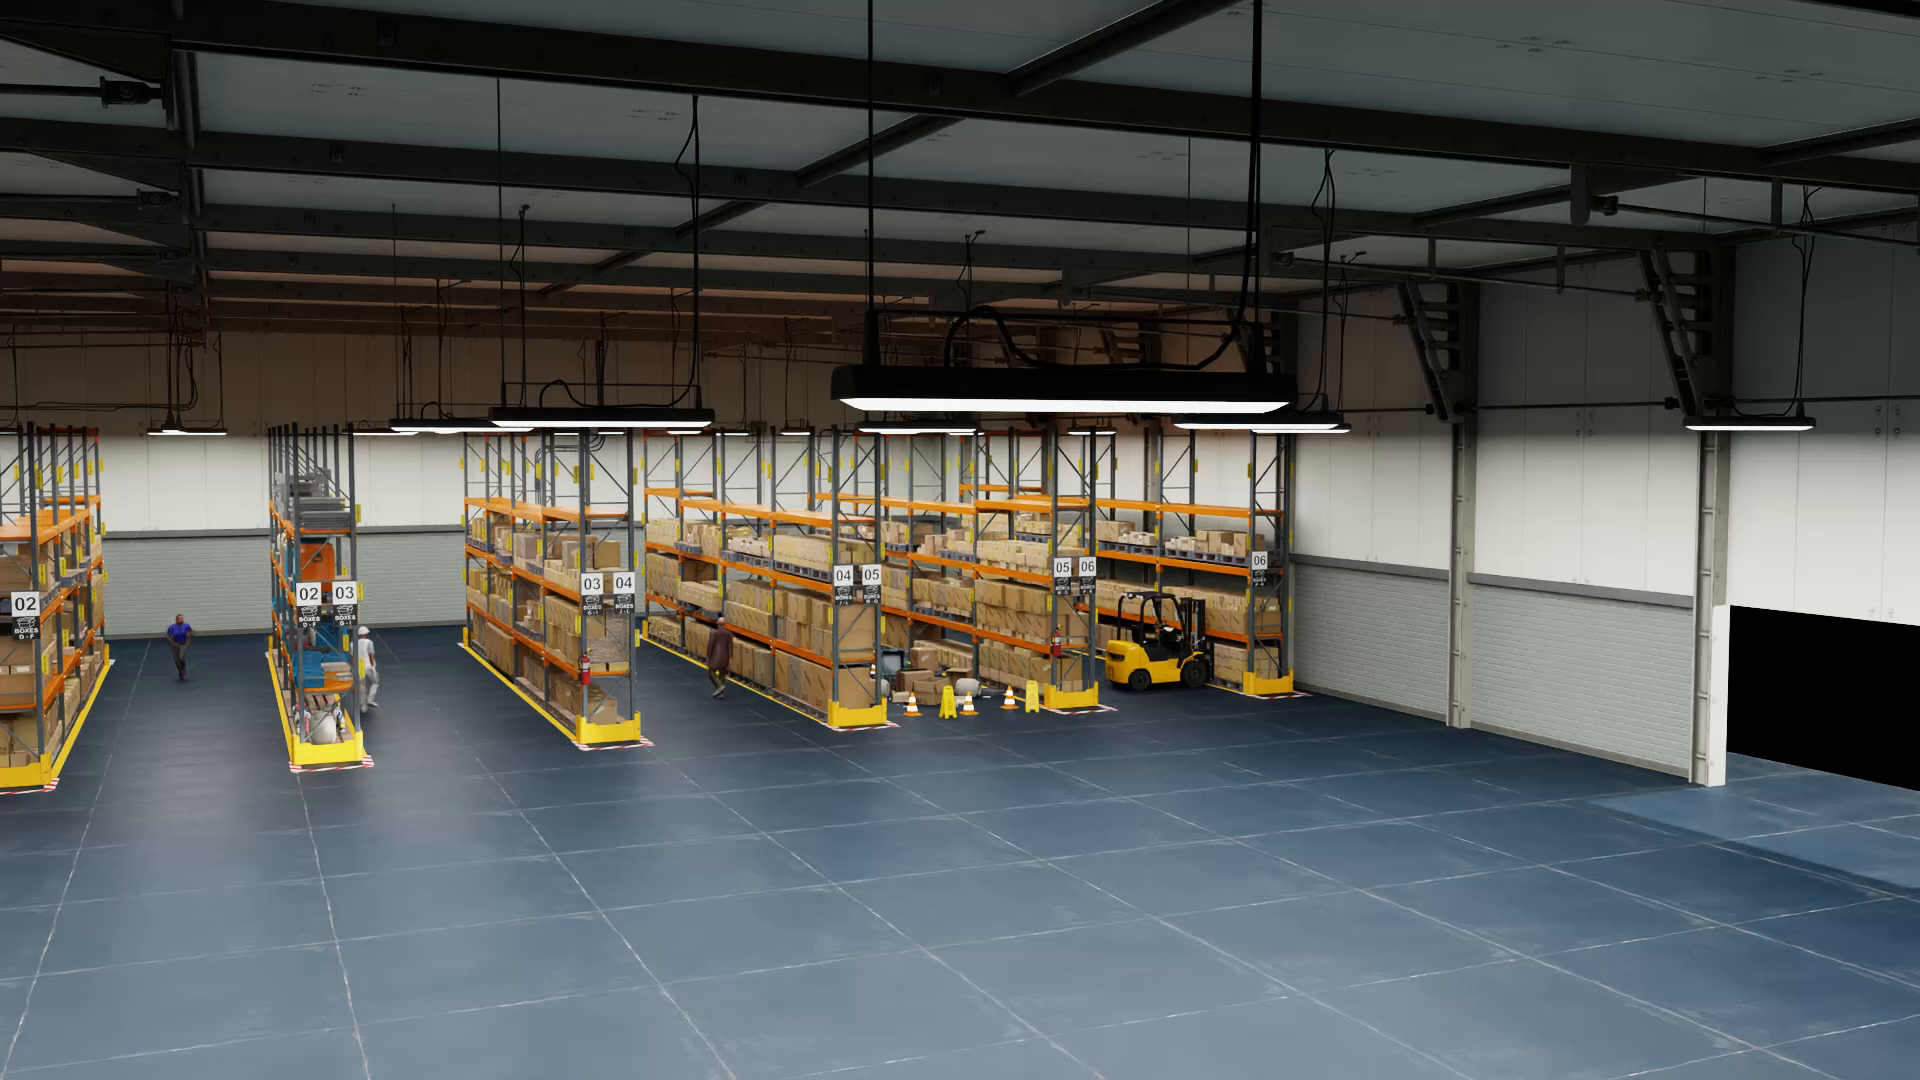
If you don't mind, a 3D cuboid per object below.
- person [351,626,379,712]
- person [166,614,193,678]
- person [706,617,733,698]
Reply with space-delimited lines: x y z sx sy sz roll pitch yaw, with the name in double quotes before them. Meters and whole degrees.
"person" -12.479 2.698 34.824 0.583 1.772 0.491 0 4 -6
"person" -18.567 2.532 39.577 0.509 1.553 0.730 -1 4 -13
"person" -5.257 2.600 36.543 0.605 1.755 0.614 -2 4 -29
